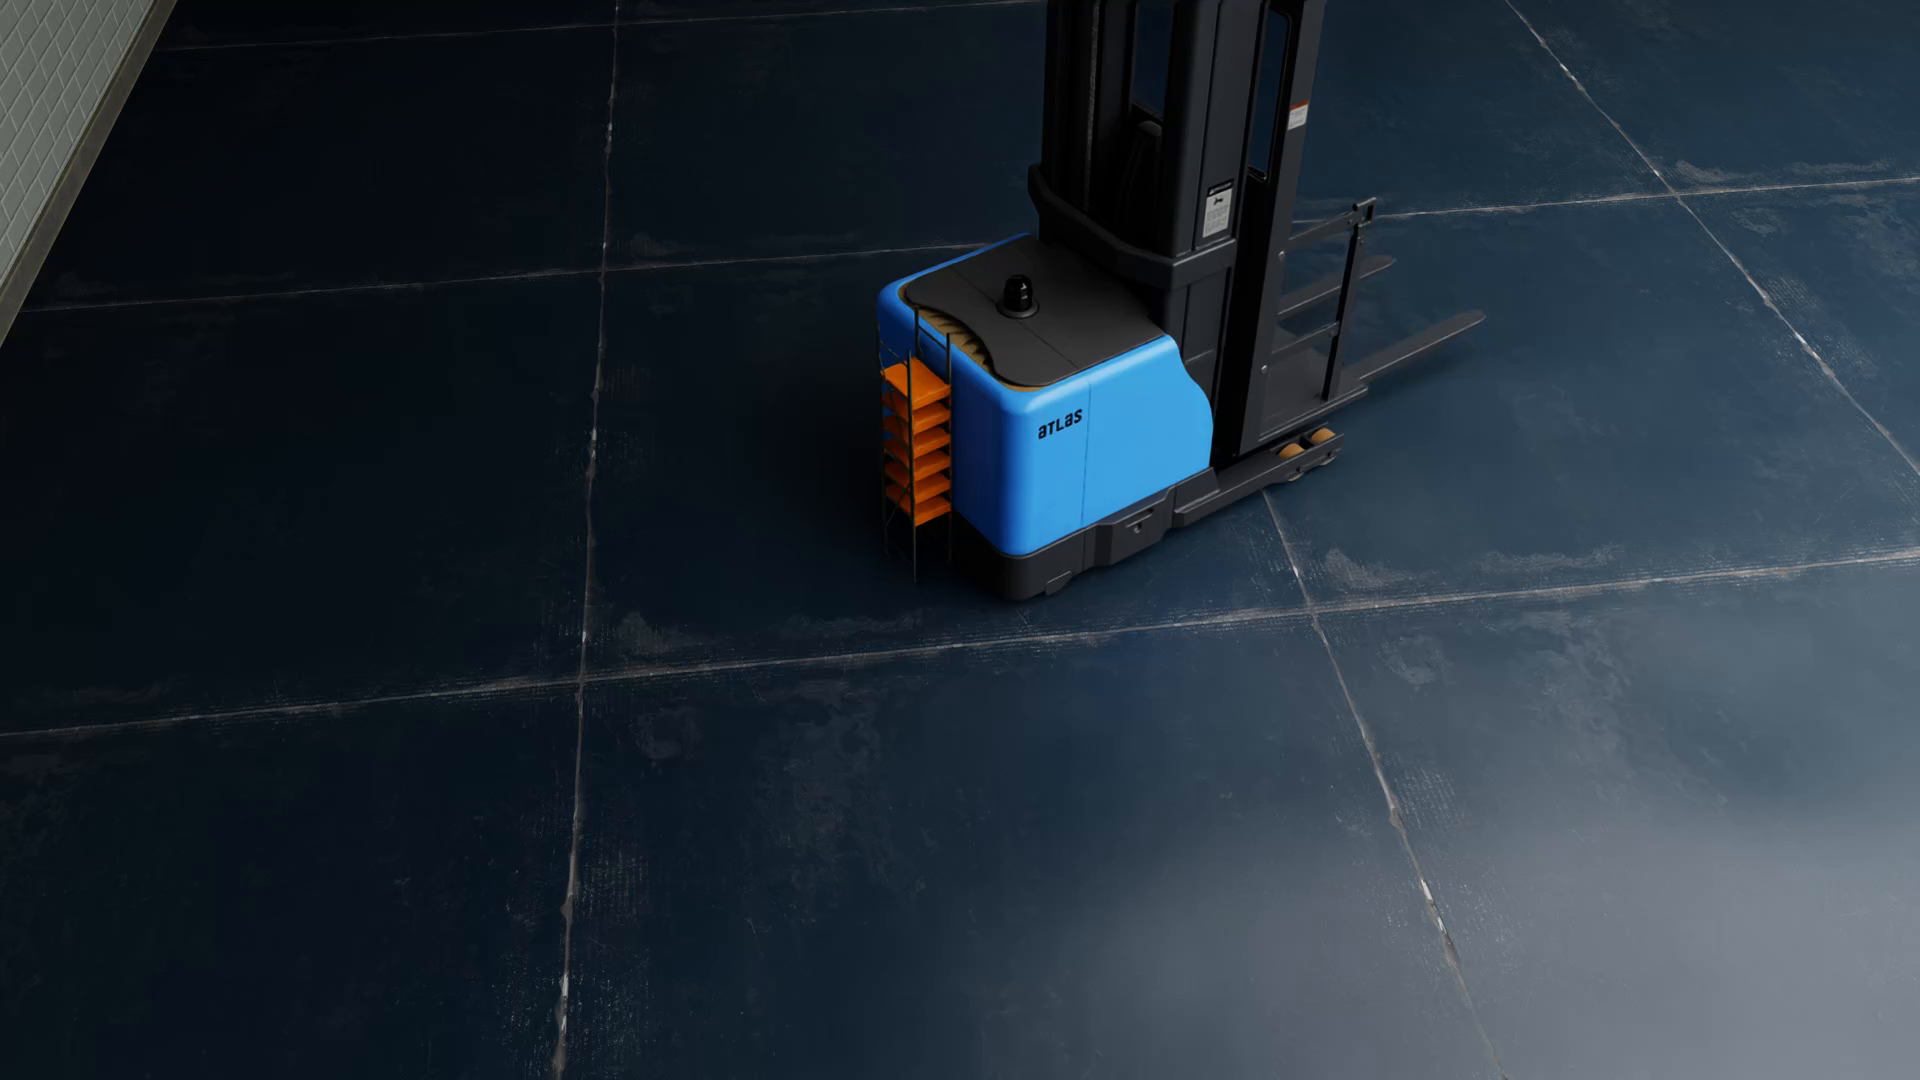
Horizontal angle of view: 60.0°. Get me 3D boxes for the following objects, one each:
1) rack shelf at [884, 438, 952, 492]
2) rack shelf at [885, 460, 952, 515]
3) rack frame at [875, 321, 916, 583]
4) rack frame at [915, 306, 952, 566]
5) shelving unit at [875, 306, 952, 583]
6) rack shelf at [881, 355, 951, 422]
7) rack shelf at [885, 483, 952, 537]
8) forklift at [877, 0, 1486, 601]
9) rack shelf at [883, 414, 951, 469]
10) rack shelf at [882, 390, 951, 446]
[{"bbox_3d":[-0.181,-0.332,6.788,0.180,0.103,0.258,-25,48,-25],"label":"rack shelf"},{"bbox_3d":[-0.181,-0.243,6.869,0.180,0.103,0.258,-25,48,-25],"label":"rack shelf"},{"bbox_3d":[-0.256,-0.330,6.720,0.006,1.200,0.240,-25,48,-25],"label":"rack frame"},{"bbox_3d":[-0.106,-0.400,6.798,0.006,1.200,0.240,-25,48,-25],"label":"rack frame"},{"bbox_3d":[-0.181,-0.365,6.759,0.189,1.200,0.258,-25,48,-25],"label":"shelving unit"},{"bbox_3d":[-0.181,-0.599,6.547,0.180,0.103,0.258,-25,48,-25],"label":"rack shelf"},{"bbox_3d":[-0.181,-0.154,6.949,0.180,0.103,0.258,-25,48,-25],"label":"rack shelf"},{"bbox_3d":[1.145,-1.624,6.862,3.031,2.935,1.130,-25,48,-25],"label":"forklift"},{"bbox_3d":[-0.181,-0.421,6.708,0.180,0.103,0.258,-25,48,-25],"label":"rack shelf"},{"bbox_3d":[-0.181,-0.510,6.628,0.180,0.103,0.258,-25,48,-25],"label":"rack shelf"}]
